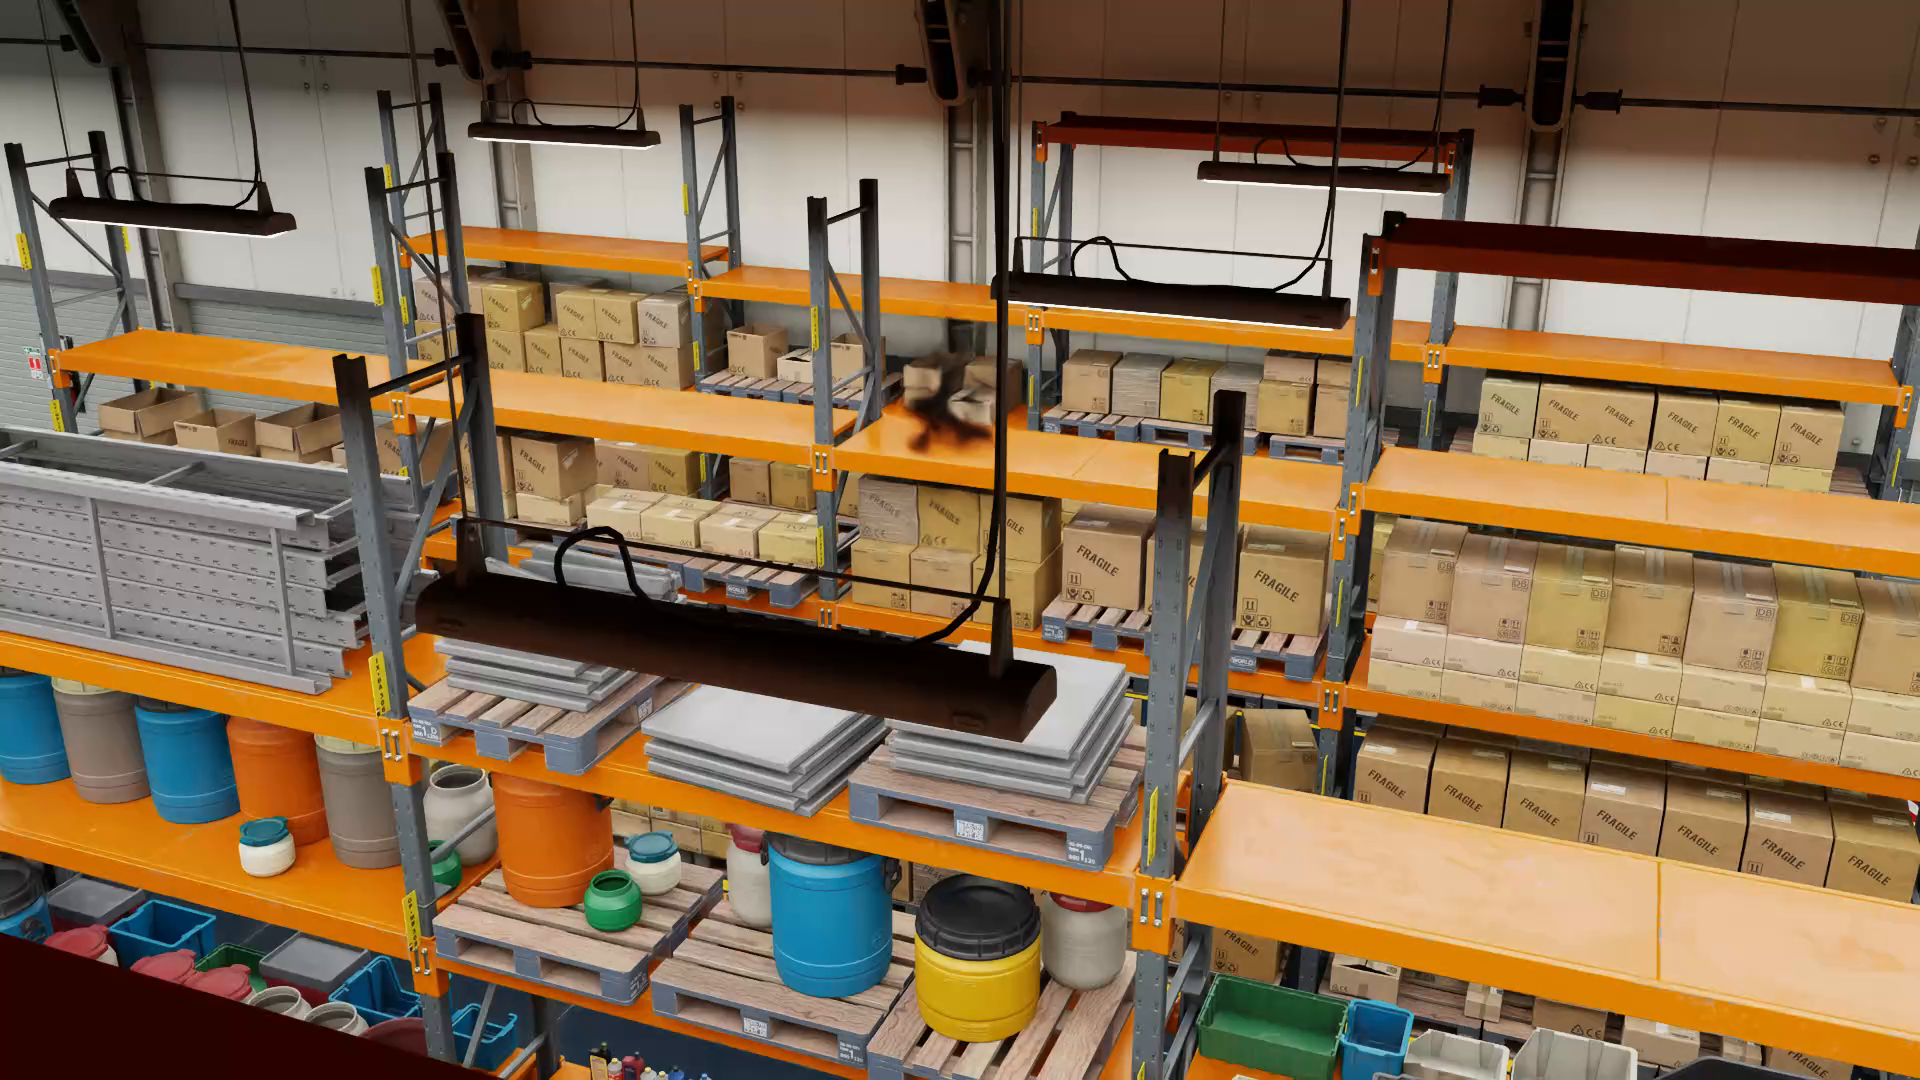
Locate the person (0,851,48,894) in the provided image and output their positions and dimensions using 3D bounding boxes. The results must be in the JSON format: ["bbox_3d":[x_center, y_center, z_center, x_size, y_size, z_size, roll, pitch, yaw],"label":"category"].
[{"bbox_3d":[-7.975,2.353,13.863,0.641,1.675,0.662,4,21,11],"label":"person"}]
